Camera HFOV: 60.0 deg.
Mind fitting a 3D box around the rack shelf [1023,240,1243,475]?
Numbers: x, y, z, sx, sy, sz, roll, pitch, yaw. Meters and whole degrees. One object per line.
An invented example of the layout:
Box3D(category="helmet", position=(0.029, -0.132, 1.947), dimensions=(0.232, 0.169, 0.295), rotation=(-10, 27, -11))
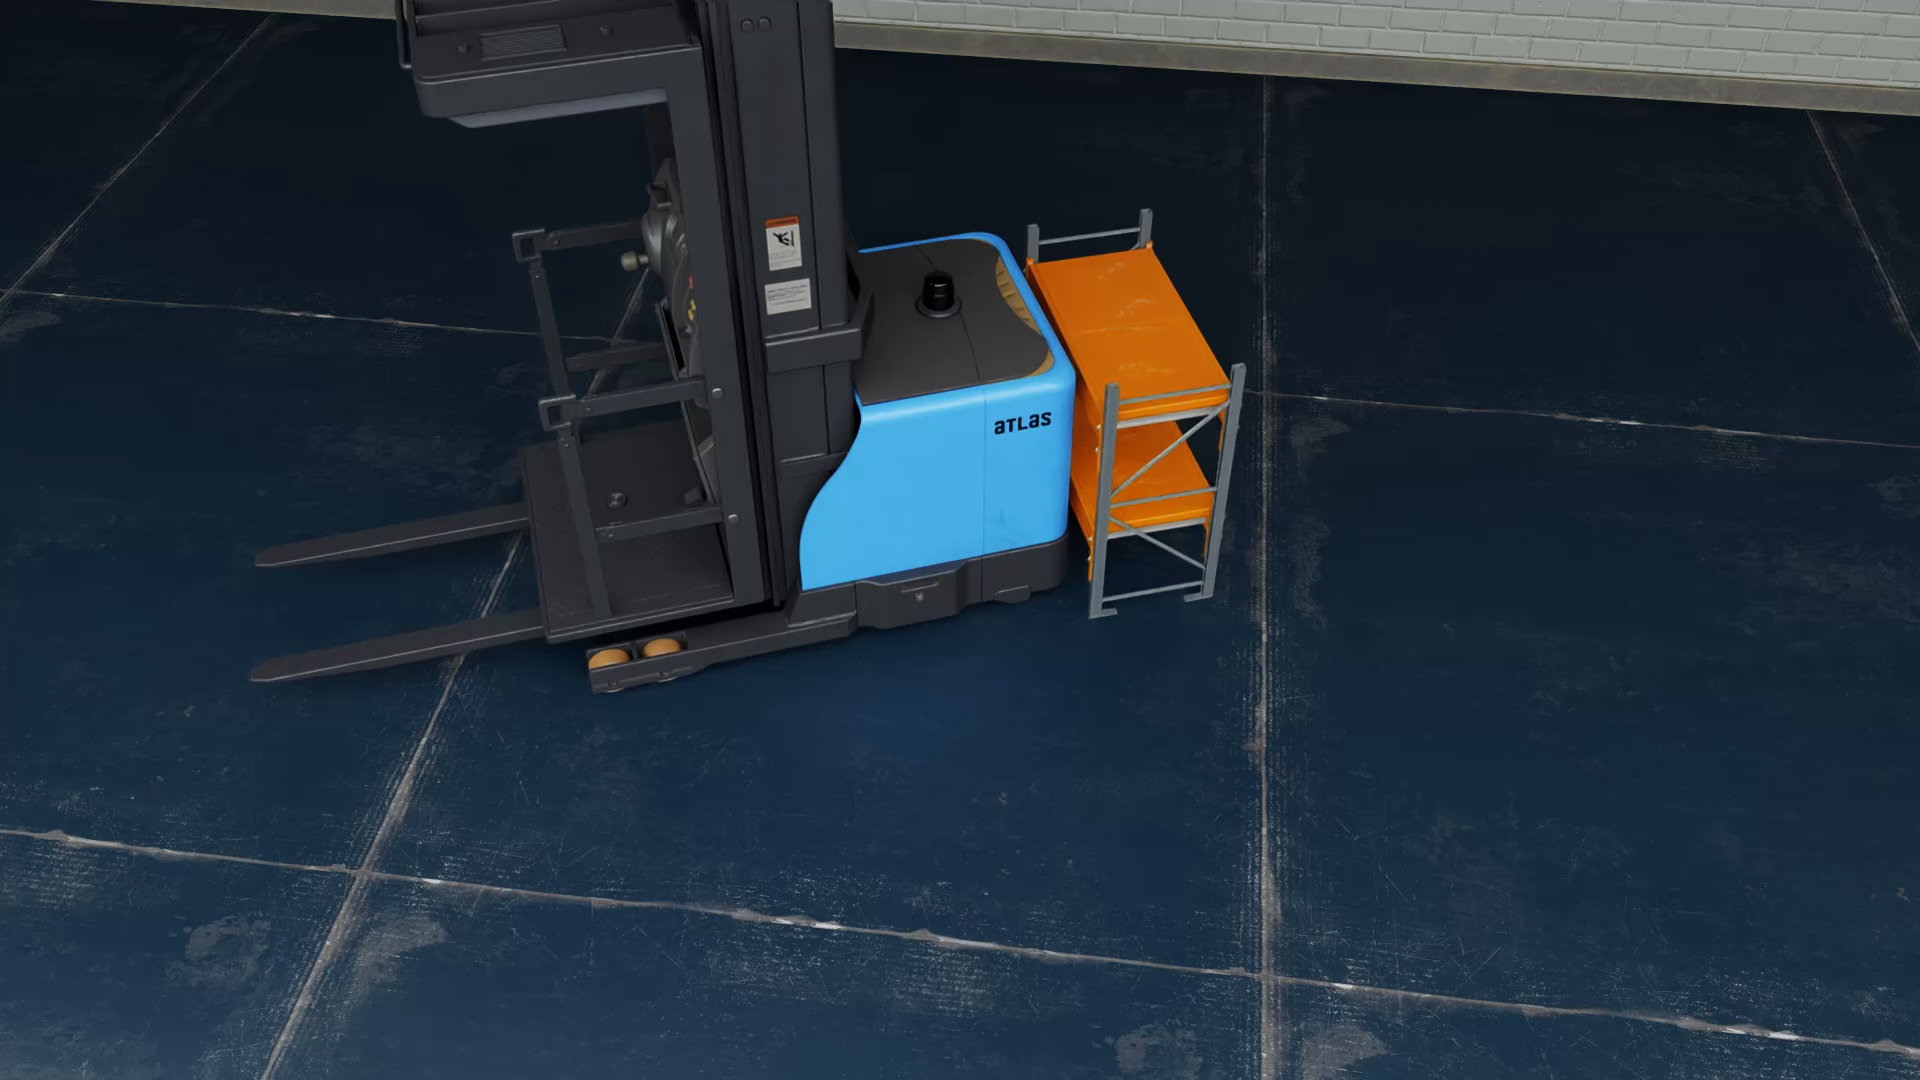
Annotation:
Box3D(category="rack shelf", position=(0.623, -0.707, 6.253), dimensions=(0.538, 0.278, 1.000), rotation=(-9, 44, -10))

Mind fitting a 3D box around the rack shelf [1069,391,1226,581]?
Box3D(category="rack shelf", position=(0.623, -0.317, 6.622), dimensions=(0.538, 0.278, 1.000), rotation=(-9, 44, -10))

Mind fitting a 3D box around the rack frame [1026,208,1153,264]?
Box3D(category="rack frame", position=(0.503, -0.834, 6.812), dimensions=(0.500, 1.125, 0.032), rotation=(-9, 44, -10))

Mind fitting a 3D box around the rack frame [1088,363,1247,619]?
Box3D(category="rack frame", position=(0.743, -0.155, 6.095), dimensions=(0.500, 1.125, 0.032), rotation=(-9, 44, -10))

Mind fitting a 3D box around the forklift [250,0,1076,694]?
Box3D(category="forklift", position=(-1.152, -0.907, 5.576), dimensions=(3.031, 2.935, 1.130), rotation=(-11, 45, -11))

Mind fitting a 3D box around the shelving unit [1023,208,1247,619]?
Box3D(category="shelving unit", position=(0.623, -0.494, 6.454), dimensions=(0.538, 1.125, 1.048), rotation=(-9, 44, -10))
